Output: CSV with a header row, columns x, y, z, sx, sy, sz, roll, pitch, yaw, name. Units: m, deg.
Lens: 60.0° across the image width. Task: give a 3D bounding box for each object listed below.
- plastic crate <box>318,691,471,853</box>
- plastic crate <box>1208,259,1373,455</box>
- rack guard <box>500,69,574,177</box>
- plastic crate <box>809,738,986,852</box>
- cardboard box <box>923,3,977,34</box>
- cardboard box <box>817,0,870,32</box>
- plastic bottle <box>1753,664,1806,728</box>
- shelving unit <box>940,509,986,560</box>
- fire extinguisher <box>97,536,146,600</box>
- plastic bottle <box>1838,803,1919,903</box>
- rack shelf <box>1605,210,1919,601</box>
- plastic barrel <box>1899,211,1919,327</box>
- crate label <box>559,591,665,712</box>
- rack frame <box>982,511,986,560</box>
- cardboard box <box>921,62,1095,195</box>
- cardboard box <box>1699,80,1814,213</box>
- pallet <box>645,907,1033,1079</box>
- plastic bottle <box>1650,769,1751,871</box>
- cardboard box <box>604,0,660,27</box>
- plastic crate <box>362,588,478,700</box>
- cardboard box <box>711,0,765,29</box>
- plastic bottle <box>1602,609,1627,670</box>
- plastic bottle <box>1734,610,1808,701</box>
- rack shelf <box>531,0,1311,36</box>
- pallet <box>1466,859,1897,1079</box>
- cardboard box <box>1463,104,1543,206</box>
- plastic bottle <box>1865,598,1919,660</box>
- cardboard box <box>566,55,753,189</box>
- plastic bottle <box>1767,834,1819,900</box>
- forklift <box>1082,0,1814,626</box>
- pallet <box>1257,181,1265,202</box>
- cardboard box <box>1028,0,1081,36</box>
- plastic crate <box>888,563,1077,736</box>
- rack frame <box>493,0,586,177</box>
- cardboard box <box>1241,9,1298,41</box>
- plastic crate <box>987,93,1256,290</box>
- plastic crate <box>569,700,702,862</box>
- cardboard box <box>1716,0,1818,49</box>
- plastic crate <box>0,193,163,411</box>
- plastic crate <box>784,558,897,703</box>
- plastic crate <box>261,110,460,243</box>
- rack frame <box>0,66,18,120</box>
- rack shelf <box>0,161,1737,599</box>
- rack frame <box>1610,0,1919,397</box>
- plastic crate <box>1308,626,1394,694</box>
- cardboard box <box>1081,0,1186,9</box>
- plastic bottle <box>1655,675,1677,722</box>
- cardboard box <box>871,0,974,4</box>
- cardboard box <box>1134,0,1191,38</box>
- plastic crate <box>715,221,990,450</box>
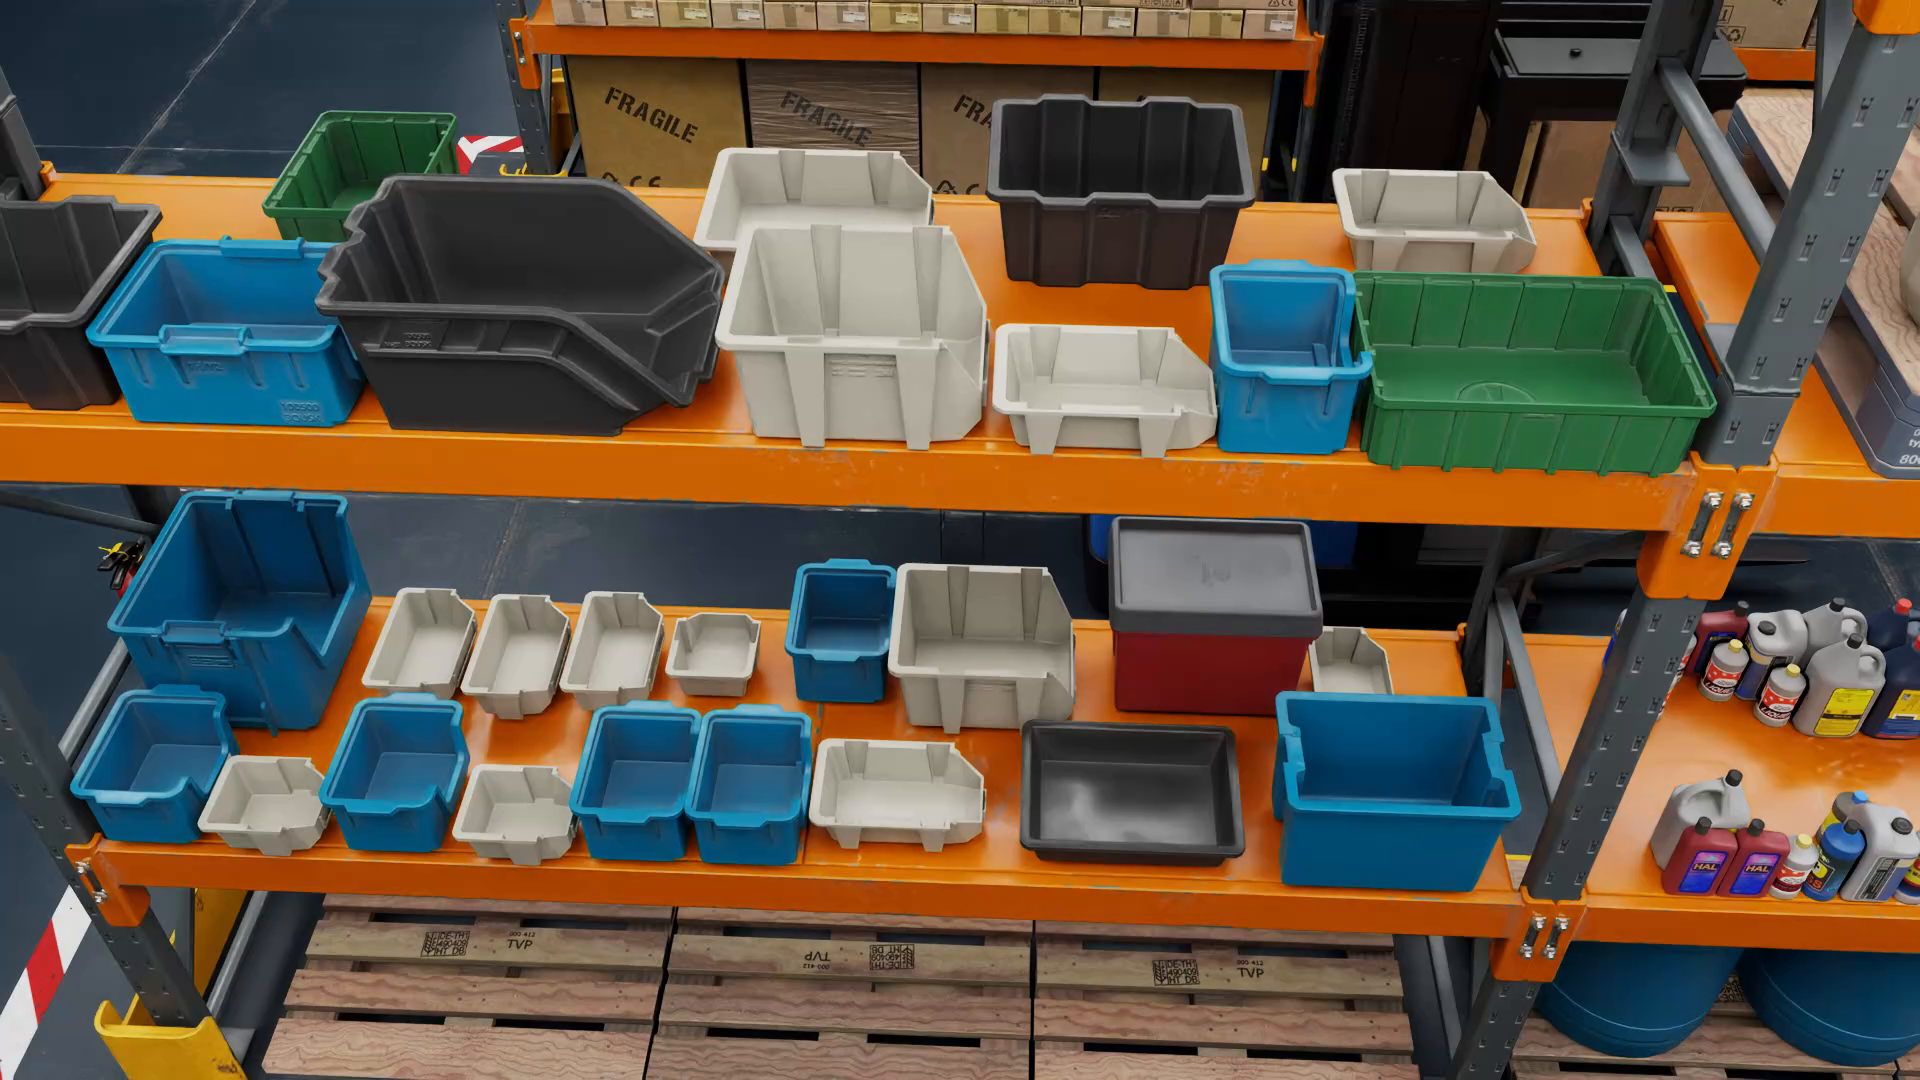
x,y,z,sx,sy,sz,roll,pitch,yaw,name
-1.516,0.647,4.519,0.300,0.233,0.416,2,43,2,plastic crate
0.667,-0.369,3.453,0.300,0.233,0.416,2,43,2,plastic crate
-2.206,-2.103,9.226,0.348,0.500,1.175,2,43,2,rack guard
-0.163,0.704,4.528,0.466,0.136,0.293,2,43,2,plastic crate
-0.044,-2.637,8.149,0.250,0.149,0.380,2,43,3,cardboard box
-0.558,-2.652,8.166,0.250,0.149,0.380,1,43,1,cardboard box
2.377,0.440,4.809,0.097,0.201,0.097,0,43,0,plastic bottle
0.014,-0.439,6.926,0.189,1.200,0.258,2,43,2,shelving unit
-2.536,0.206,5.244,0.183,0.674,0.296,2,43,2,fire extinguisher
2.401,0.809,4.358,0.135,0.276,0.152,2,43,2,plastic bottle
3.589,-0.295,3.778,4.000,0.370,1.077,2,43,2,rack shelf
2.105,-0.636,3.209,0.433,0.535,0.433,0,43,0,plastic barrel
-1.014,0.342,4.917,0.243,0.136,0.396,2,43,2,crate label
0.106,-0.436,6.923,0.006,1.200,0.240,2,43,2,rack frame
0.259,-2.373,8.933,0.875,0.875,0.875,2,43,2,cardboard box
4.231,-2.216,8.764,0.875,0.875,1.225,2,43,2,cardboard box
-0.368,1.467,5.606,1.213,0.211,1.003,2,43,2,pallet
1.968,0.729,4.388,0.185,0.351,0.144,2,43,2,plastic bottle
-1.586,-2.683,8.199,0.250,0.149,0.380,1,43,1,cardboard box
-1.583,0.332,4.928,0.243,0.136,0.396,2,43,2,plastic crate
-1.070,-2.668,8.183,0.250,0.149,0.380,1,43,1,cardboard box
1.999,0.316,4.887,0.135,0.276,0.152,2,43,2,plastic bottle
2.364,0.327,4.875,0.135,0.276,0.152,2,43,2,plastic bottle
-0.184,-2.764,8.486,3.809,0.124,0.919,2,43,2,rack shelf
2.359,1.551,5.516,1.213,0.211,1.003,2,43,2,pallet
2.454,-2.265,8.816,0.875,0.875,1.225,2,43,2,cardboard box
2.708,0.307,4.841,0.185,0.351,0.144,2,43,2,plastic bottle
-1.539,-2.428,8.992,0.875,0.875,0.875,2,43,2,cardboard box
2.187,0.848,4.370,0.097,0.201,0.097,0,43,0,plastic bottle
2.052,-1.079,6.343,3.031,2.935,1.130,1,43,1,forklift
1.058,-1.951,9.275,1.213,0.211,1.003,2,43,2,pallet
0.466,-2.620,8.132,0.250,0.149,0.380,3,43,3,cardboard box
0.073,0.327,4.826,0.530,0.282,0.437,2,43,2,plastic crate
-2.182,-3.017,8.374,0.127,3.000,1.000,2,43,2,rack frame
1.494,-2.589,8.098,0.250,0.149,0.380,2,43,2,cardboard box
0.362,-0.796,3.885,0.590,0.269,0.497,2,43,2,plastic crate
-0.858,0.667,4.498,0.300,0.233,0.416,2,43,2,plastic crate
3.780,-2.704,7.964,0.500,0.500,0.500,3,43,3,cardboard box
-2.033,-0.493,3.559,0.590,0.269,0.497,2,43,2,plastic crate
-0.342,0.283,4.910,0.300,0.233,0.416,2,43,2,plastic crate
-1.407,-0.829,3.979,0.336,0.188,0.450,2,43,2,plastic crate
-2.405,-1.840,2.708,0.127,3.000,1.000,2,43,2,rack frame
-0.407,-0.417,3.910,4.000,0.370,1.077,2,43,2,rack shelf
1.591,-1.717,2.576,0.127,3.000,1.000,2,43,2,rack frame
1.132,0.441,4.811,0.243,0.136,0.396,2,43,2,plastic crate
0.844,-2.797,8.029,0.500,0.250,0.500,3,43,3,cardboard box
2.012,0.428,4.821,0.097,0.201,0.097,0,43,0,plastic bottle
-0.172,-2.831,8.065,0.500,0.250,0.500,1,43,1,cardboard box
0.981,-2.605,8.115,0.250,0.149,0.380,1,43,1,cardboard box
-0.205,-0.421,3.472,0.530,0.282,0.437,2,43,2,plastic crate
